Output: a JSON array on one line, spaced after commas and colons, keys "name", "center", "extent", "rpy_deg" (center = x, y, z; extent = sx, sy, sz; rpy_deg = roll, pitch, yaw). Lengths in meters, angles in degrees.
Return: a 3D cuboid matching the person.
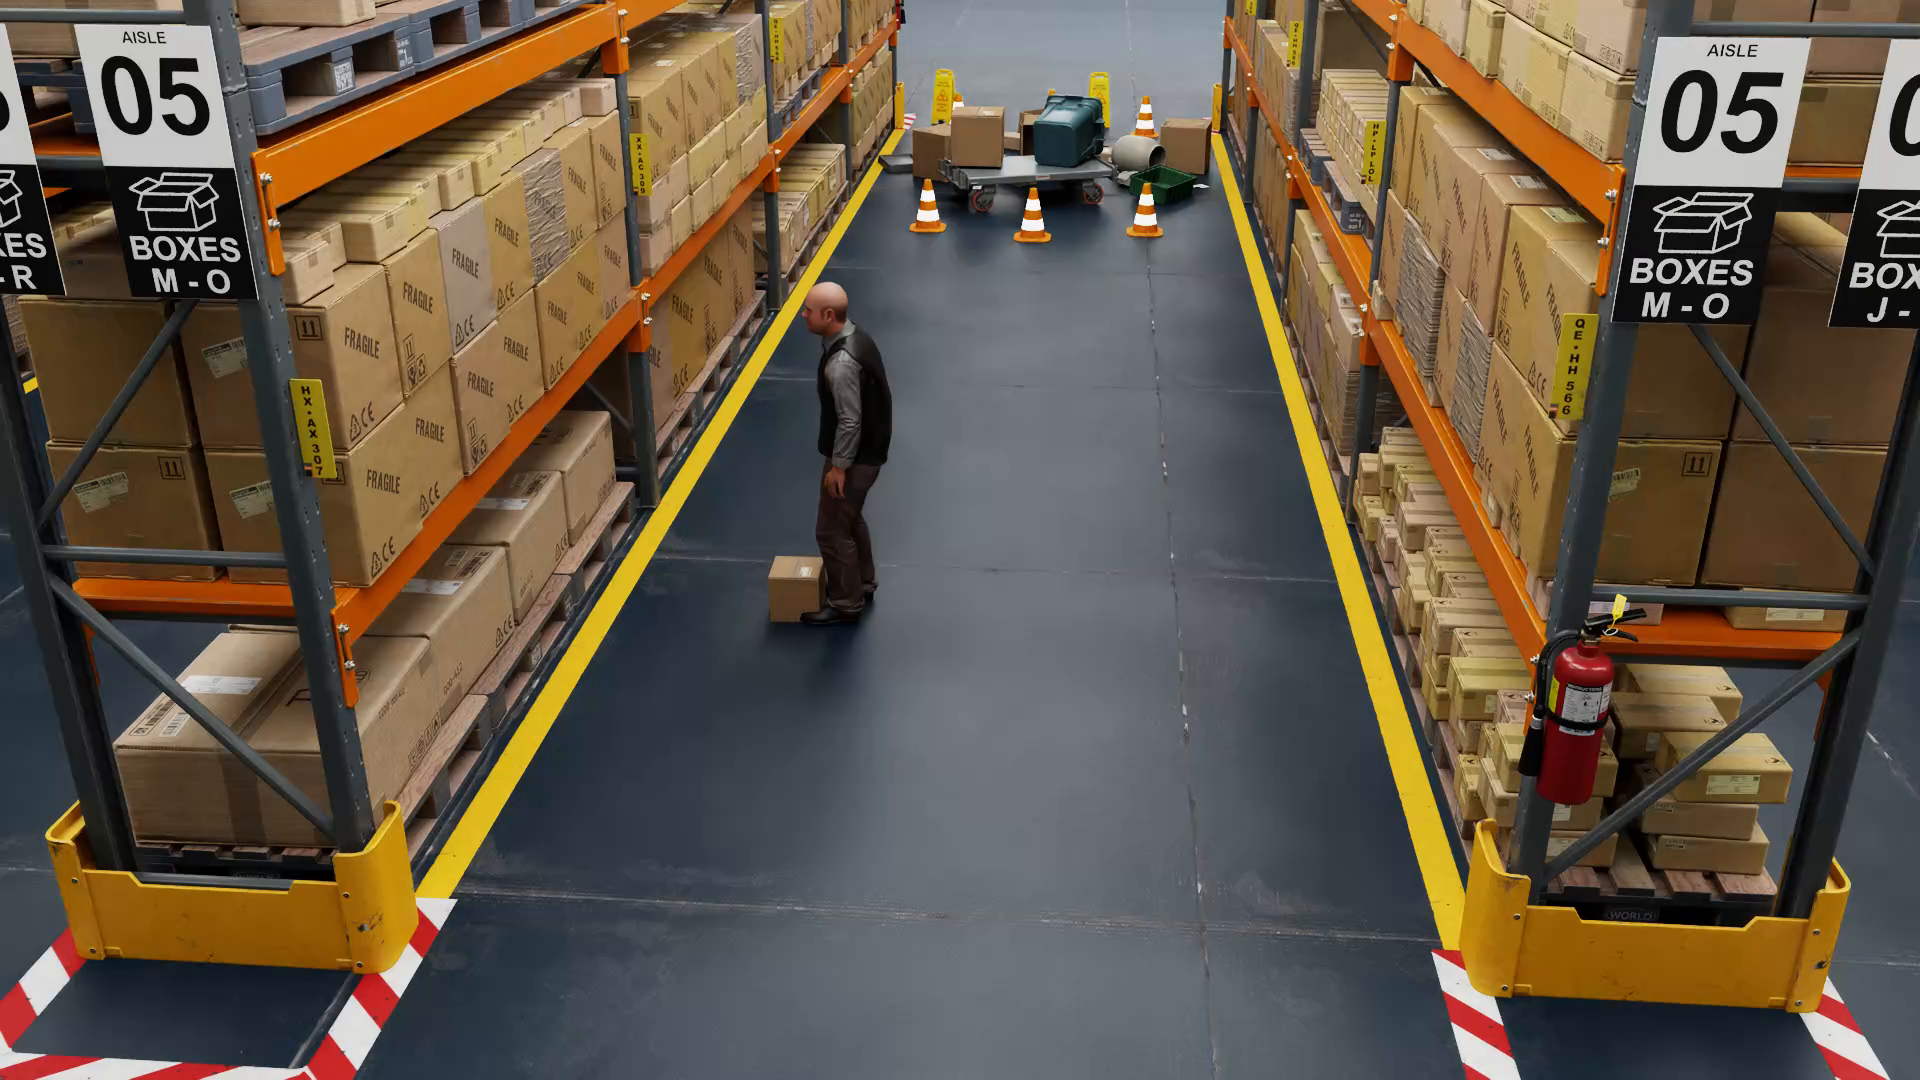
[{"name": "person", "center": [-0.562, -0.412, 8.045], "extent": [0.474, 1.720, 0.593], "rpy_deg": [0, 24, 1]}]
